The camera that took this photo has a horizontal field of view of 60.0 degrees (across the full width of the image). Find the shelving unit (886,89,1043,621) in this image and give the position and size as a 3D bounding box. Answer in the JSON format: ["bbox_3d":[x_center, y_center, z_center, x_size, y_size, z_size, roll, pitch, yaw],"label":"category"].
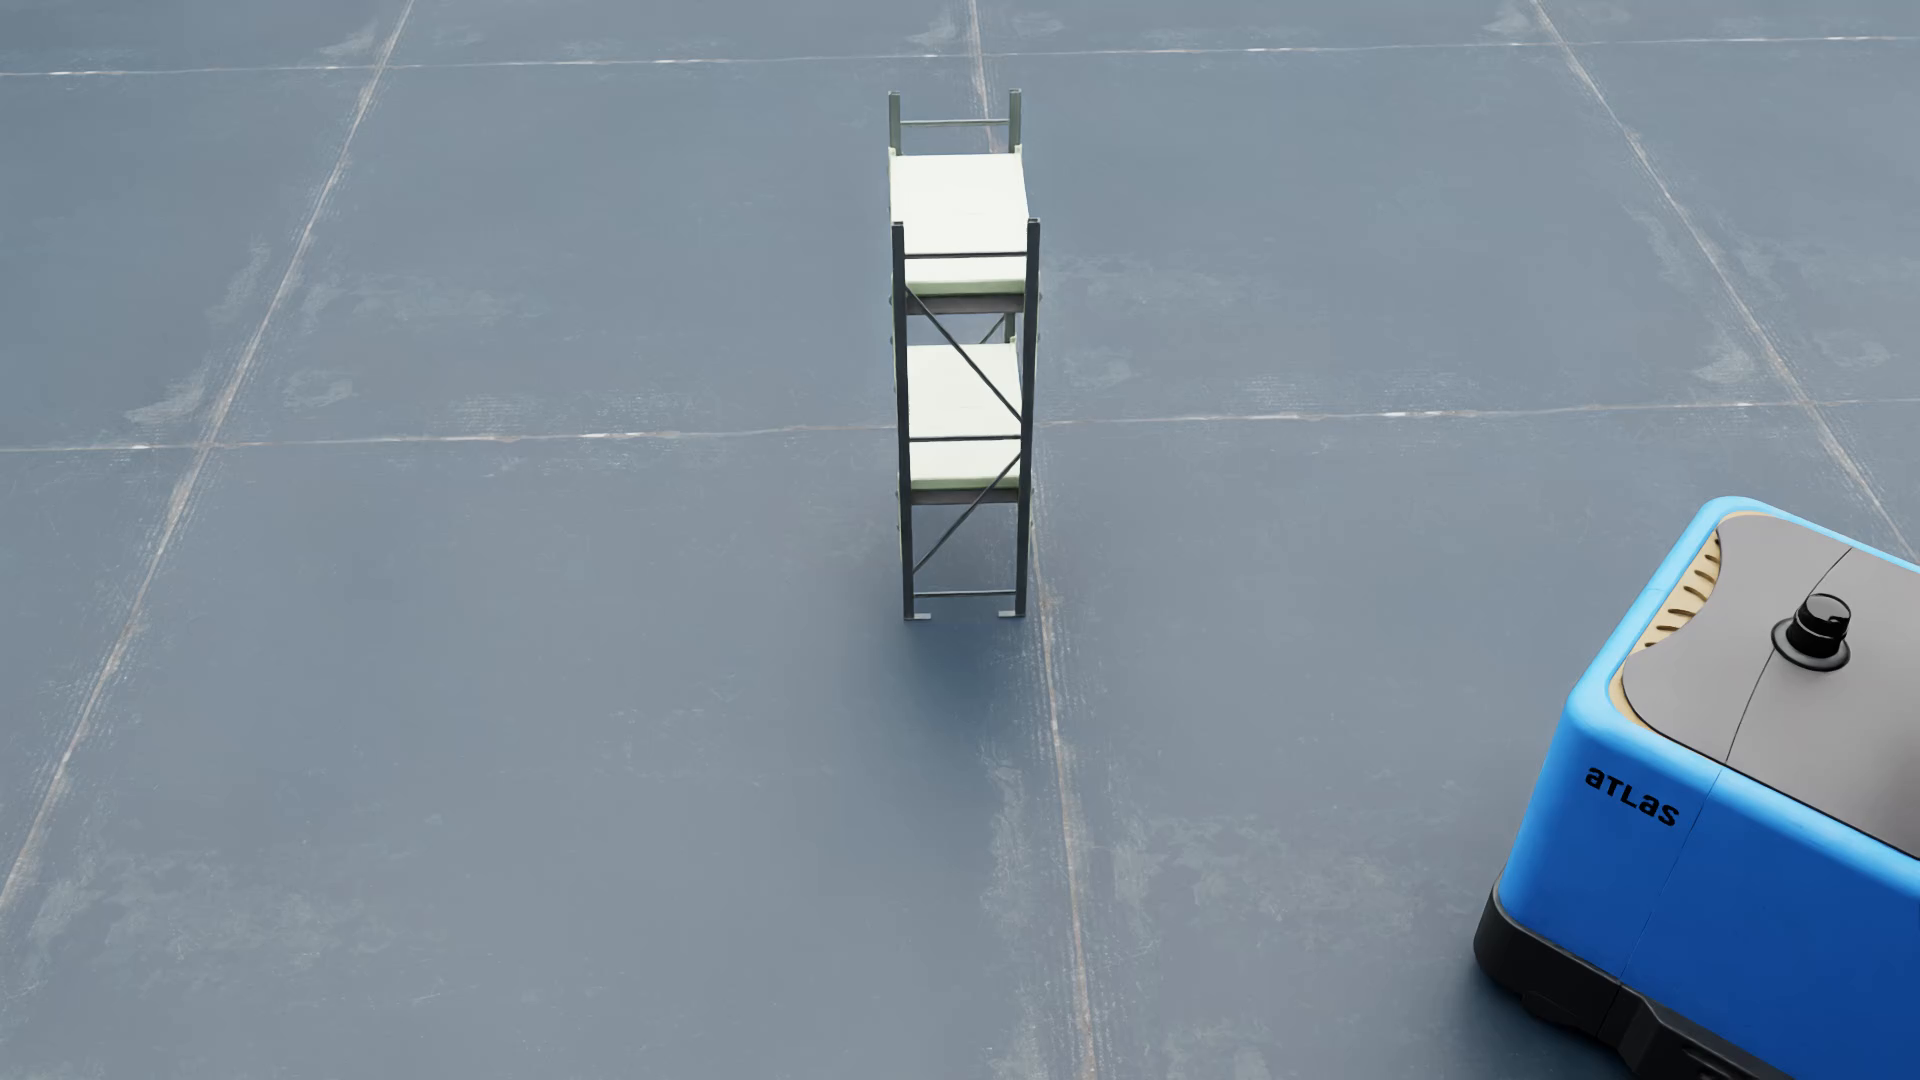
[{"bbox_3d":[0.000,-0.548,5.238,0.431,1.500,0.755,-2,43,-2],"label":"shelving unit"}]

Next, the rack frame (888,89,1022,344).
[{"bbox_3d":[-0.015,-0.795,5.508,0.400,1.500,0.023,-2,43,-2],"label":"rack frame"}]

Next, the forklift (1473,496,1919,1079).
[{"bbox_3d":[2.841,0.447,3.094,3.031,2.935,1.130,28,50,27],"label":"forklift"}]

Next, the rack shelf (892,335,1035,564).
[{"bbox_3d":[0.000,-0.308,5.459,0.431,0.370,0.720,-2,43,-2],"label":"rack shelf"}]

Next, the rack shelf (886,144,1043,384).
[{"bbox_3d":[0.000,-0.836,4.975,0.431,0.370,0.720,-2,43,-2],"label":"rack shelf"}]

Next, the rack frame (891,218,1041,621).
[{"bbox_3d":[0.016,-0.301,4.969,0.400,1.500,0.023,-2,43,-2],"label":"rack frame"}]
